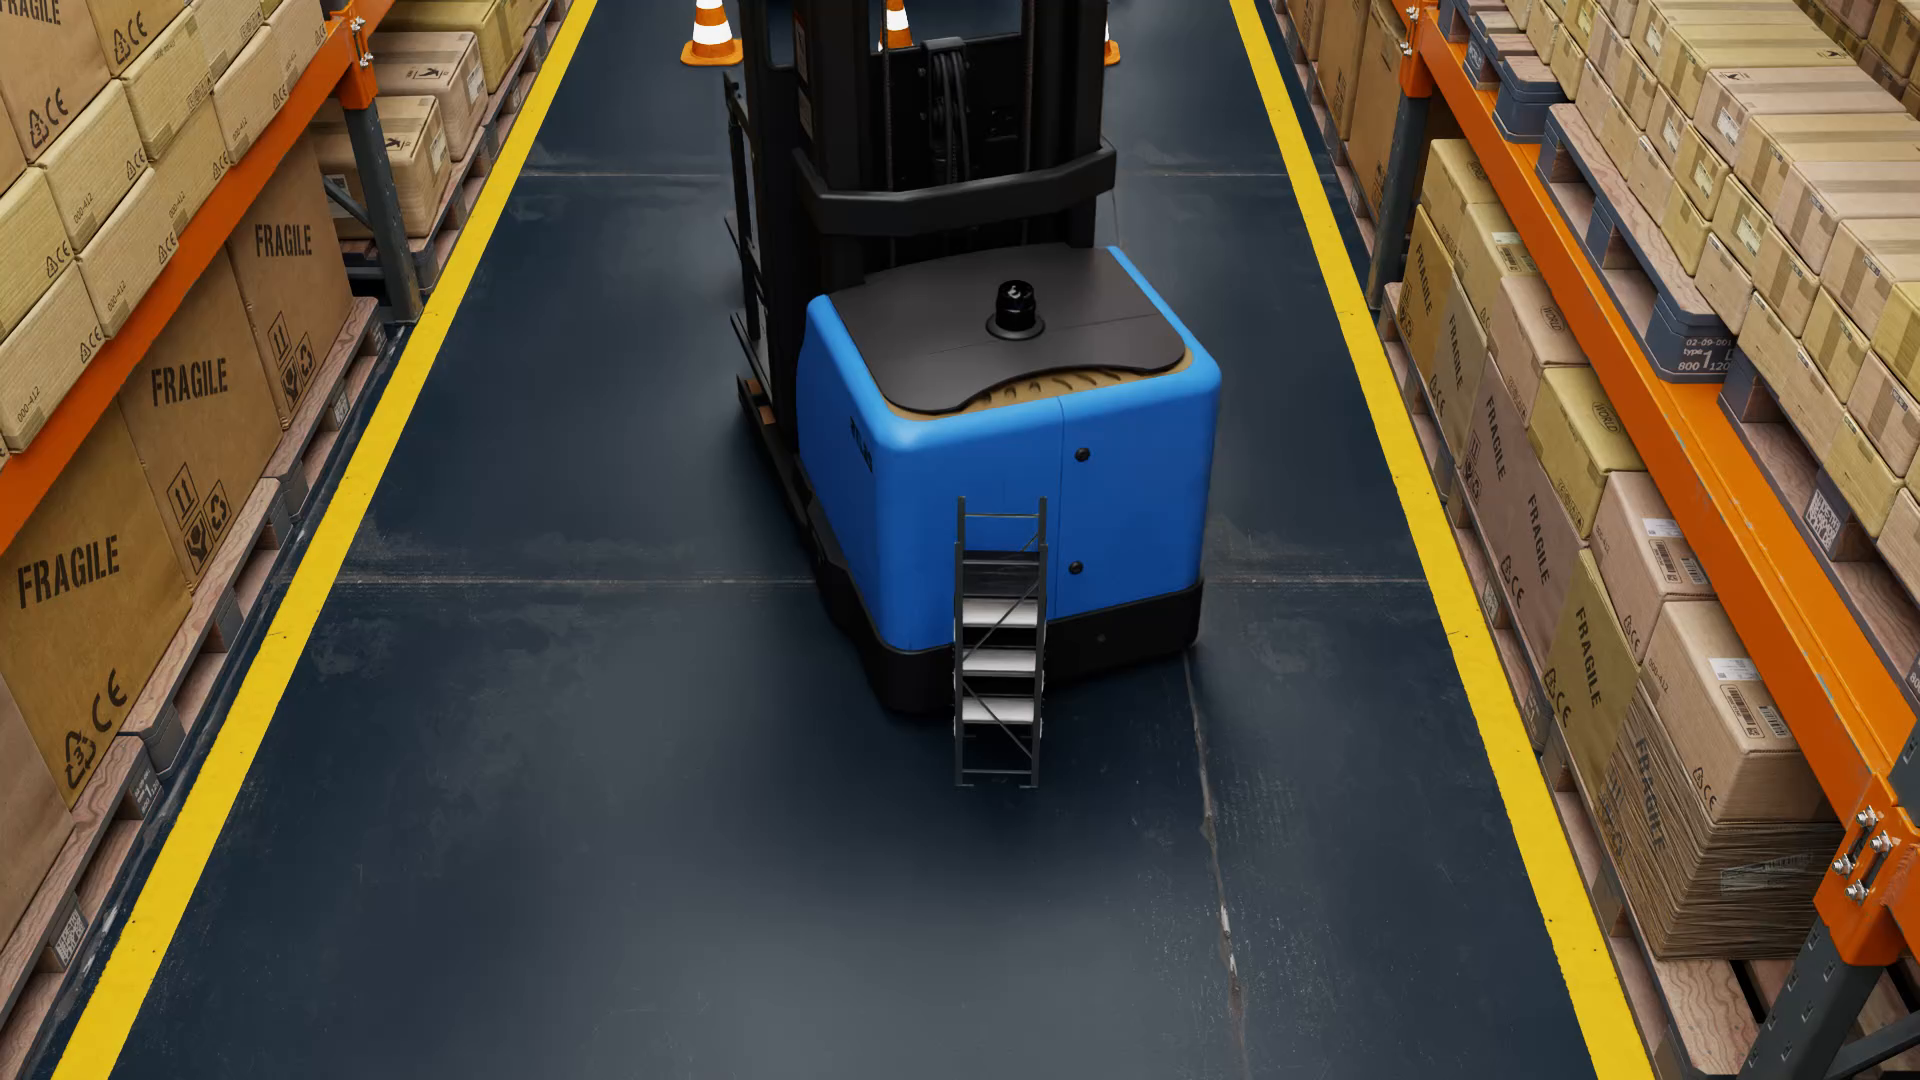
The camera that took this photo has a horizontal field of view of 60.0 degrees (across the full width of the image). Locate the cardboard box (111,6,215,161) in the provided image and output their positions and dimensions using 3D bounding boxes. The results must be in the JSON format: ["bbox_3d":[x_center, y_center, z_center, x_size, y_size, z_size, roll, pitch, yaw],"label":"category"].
[{"bbox_3d":[-2.459,-1.286,4.676,0.500,0.250,0.500,-1,39,-1],"label":"cardboard box"}]

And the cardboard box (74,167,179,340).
[{"bbox_3d":[-2.448,-0.765,4.426,0.500,0.250,0.500,-1,39,-1],"label":"cardboard box"}]

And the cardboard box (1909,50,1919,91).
[{"bbox_3d":[2.669,-1.180,4.213,0.380,0.149,0.250,1,39,1],"label":"cardboard box"}]

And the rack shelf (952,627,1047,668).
[{"bbox_3d":[0.110,0.257,4.617,0.258,0.077,0.200,1,38,1],"label":"rack shelf"}]

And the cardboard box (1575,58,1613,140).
[{"bbox_3d":[2.016,-1.274,4.806,0.380,0.149,0.250,1,39,1],"label":"cardboard box"}]

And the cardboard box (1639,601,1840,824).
[{"bbox_3d":[1.962,0.395,3.922,0.500,0.250,0.500,-1,39,-1],"label":"cardboard box"}]

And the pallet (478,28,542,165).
[{"bbox_3d":[-2.736,-2.255,8.395,1.003,0.211,1.213,0,39,0],"label":"pallet"}]

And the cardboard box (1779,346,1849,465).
[{"bbox_3d":[2.018,-0.291,3.579,0.380,0.149,0.250,0,39,0],"label":"cardboard box"}]

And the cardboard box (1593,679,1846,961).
[{"bbox_3d":[1.963,0.690,4.153,0.500,0.500,0.500,-1,39,-1],"label":"cardboard box"}]

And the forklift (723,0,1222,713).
[{"bbox_3d":[-0.201,-1.553,5.344,1.130,2.935,3.031,-12,40,-15],"label":"forklift"}]

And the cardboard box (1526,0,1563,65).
[{"bbox_3d":[2.011,-1.609,5.224,0.380,0.149,0.250,2,39,2],"label":"cardboard box"}]

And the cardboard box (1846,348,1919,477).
[{"bbox_3d":[2.017,-0.254,3.295,0.380,0.149,0.250,0,39,0],"label":"cardboard box"}]

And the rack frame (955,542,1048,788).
[{"bbox_3d":[0.107,0.364,4.572,0.240,0.900,0.006,1,38,1],"label":"rack frame"}]

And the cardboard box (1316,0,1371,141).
[{"bbox_3d":[2.296,-2.373,7.776,1.050,0.750,0.750,1,39,1],"label":"cardboard box"}]

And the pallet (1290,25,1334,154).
[{"bbox_3d":[2.287,-2.326,8.483,1.003,0.211,1.213,0,39,0],"label":"pallet"}]

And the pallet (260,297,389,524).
[{"bbox_3d":[-2.813,-0.512,6.220,1.003,0.211,1.213,0,39,0],"label":"pallet"}]

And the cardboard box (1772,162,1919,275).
[{"bbox_3d":[2.020,-0.701,3.616,0.380,0.149,0.250,0,39,0],"label":"cardboard box"}]

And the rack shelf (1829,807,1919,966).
[{"bbox_3d":[2.218,1.873,1.589,1.077,0.370,4.000,0,39,0],"label":"rack shelf"}]

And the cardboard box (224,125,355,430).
[{"bbox_3d":[-2.821,-0.996,5.957,0.875,0.875,0.875,0,39,0],"label":"cardboard box"}]

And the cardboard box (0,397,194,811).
[{"bbox_3d":[-2.823,0.121,4.564,0.875,0.875,0.875,1,39,1],"label":"cardboard box"}]

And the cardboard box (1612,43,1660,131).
[{"bbox_3d":[2.014,-1.234,4.518,0.380,0.149,0.250,0,39,0],"label":"cardboard box"}]

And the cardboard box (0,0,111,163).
[{"bbox_3d":[-2.480,-1.251,4.033,0.500,0.500,0.500,-1,39,-1],"label":"cardboard box"}]

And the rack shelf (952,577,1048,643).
[{"bbox_3d":[0.110,0.186,4.562,0.258,0.077,0.200,1,38,1],"label":"rack shelf"}]

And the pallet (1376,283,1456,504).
[{"bbox_3d":[2.211,-0.583,6.309,1.003,0.211,1.213,0,39,0],"label":"pallet"}]

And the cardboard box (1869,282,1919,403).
[{"bbox_3d":[2.019,-0.375,3.209,0.380,0.149,0.250,-1,39,-1],"label":"cardboard box"}]

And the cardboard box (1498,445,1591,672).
[{"bbox_3d":[1.967,0.049,4.953,0.500,0.500,0.500,-1,39,-1],"label":"cardboard box"}]

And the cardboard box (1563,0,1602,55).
[{"bbox_3d":[2.018,-1.545,4.907,0.380,0.149,0.250,0,39,0],"label":"cardboard box"}]

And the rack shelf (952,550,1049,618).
[{"bbox_3d":[0.110,0.115,4.506,0.258,0.077,0.200,1,38,1],"label":"rack shelf"}]

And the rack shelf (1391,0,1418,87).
[{"bbox_3d":[2.209,-3.130,7.832,1.077,0.370,4.000,0,39,0],"label":"rack shelf"}]

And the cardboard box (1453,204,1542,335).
[{"bbox_3d":[1.971,-0.892,5.528,0.500,0.250,0.500,0,39,-1],"label":"cardboard box"}]

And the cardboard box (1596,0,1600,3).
[{"bbox_3d":[2.017,-1.682,4.839,0.380,0.149,0.250,-2,39,-2],"label":"cardboard box"}]

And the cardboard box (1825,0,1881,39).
[{"bbox_3d":[2.667,-1.513,4.629,0.380,0.149,0.250,0,39,0],"label":"cardboard box"}]

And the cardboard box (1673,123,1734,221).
[{"bbox_3d":[2.013,-0.913,4.118,0.380,0.149,0.250,0,39,0],"label":"cardboard box"}]

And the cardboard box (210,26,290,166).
[{"bbox_3d":[-2.462,-1.399,5.217,0.500,0.250,0.500,1,39,1],"label":"cardboard box"}]

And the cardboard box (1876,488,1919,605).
[{"bbox_3d":[2.018,0.028,3.182,0.380,0.149,0.250,-1,39,-1],"label":"cardboard box"}]

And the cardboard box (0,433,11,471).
[{"bbox_3d":[-2.472,-0.132,3.636,0.500,0.250,0.500,-1,39,-1],"label":"cardboard box"}]

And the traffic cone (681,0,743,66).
[{"bbox_3d":[-1.342,-2.830,8.911,0.336,0.463,0.334,0,39,0],"label":"traffic cone"}]

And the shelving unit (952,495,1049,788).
[{"bbox_3d":[0.110,0.302,4.652,0.258,0.900,0.210,1,38,1],"label":"shelving unit"}]

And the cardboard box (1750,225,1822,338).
[{"bbox_3d":[2.015,-0.580,3.702,0.380,0.149,0.250,-1,39,-2],"label":"cardboard box"}]

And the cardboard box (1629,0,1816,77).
[{"bbox_3d":[2.021,-1.347,4.421,0.380,0.149,0.250,1,39,1],"label":"cardboard box"}]

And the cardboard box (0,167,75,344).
[{"bbox_3d":[-2.455,-0.645,3.877,0.500,0.250,0.500,0,39,1],"label":"cardboard box"}]

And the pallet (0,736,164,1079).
[{"bbox_3d":[-2.810,1.014,4.316,1.003,0.211,1.213,0,39,0],"label":"pallet"}]

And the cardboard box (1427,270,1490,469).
[{"bbox_3d":[1.961,-0.591,5.752,0.500,0.500,0.500,0,39,0],"label":"cardboard box"}]

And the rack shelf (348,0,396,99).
[{"bbox_3d":[-2.741,-3.063,7.749,1.077,0.370,4.000,0,39,0],"label":"rack shelf"}]

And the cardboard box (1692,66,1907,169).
[{"bbox_3d":[2.020,-1.022,4.016,0.380,0.149,0.250,-2,39,-2],"label":"cardboard box"}]

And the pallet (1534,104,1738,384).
[{"bbox_3d":[2.255,-0.847,4.562,1.003,0.211,1.213,0,39,0],"label":"pallet"}]

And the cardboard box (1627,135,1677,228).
[{"bbox_3d":[2.013,-0.954,4.407,0.380,0.149,0.250,-1,39,-2],"label":"cardboard box"}]

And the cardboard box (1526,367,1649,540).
[{"bbox_3d":[1.960,-0.257,4.736,0.500,0.250,0.500,-2,39,-2],"label":"cardboard box"}]

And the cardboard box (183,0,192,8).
[{"bbox_3d":[-2.467,-1.878,4.816,0.500,0.500,0.500,1,39,1],"label":"cardboard box"}]

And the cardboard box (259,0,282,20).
[{"bbox_3d":[-2.484,-1.927,5.476,0.500,0.250,0.500,0,39,0],"label":"cardboard box"}]

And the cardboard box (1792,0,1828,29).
[{"bbox_3d":[2.672,-1.545,4.907,0.380,0.149,0.250,0,39,0],"label":"cardboard box"}]

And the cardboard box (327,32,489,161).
[{"bbox_3d":[-2.738,-2.046,7.670,0.950,0.372,0.625,-1,39,-1],"label":"cardboard box"}]

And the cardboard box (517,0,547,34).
[{"bbox_3d":[-2.736,-2.955,8.805,0.950,0.372,0.625,2,39,3],"label":"cardboard box"}]

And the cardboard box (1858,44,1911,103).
[{"bbox_3d":[2.671,-1.226,4.509,0.380,0.149,0.250,1,39,1],"label":"cardboard box"}]

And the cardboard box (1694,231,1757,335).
[{"bbox_3d":[2.012,-0.621,3.992,0.380,0.149,0.250,-2,39,-2],"label":"cardboard box"}]

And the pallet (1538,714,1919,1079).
[{"bbox_3d":[2.214,0.943,4.405,1.003,0.211,1.213,0,39,0],"label":"pallet"}]

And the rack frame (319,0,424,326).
[{"bbox_3d":[-2.738,-2.093,5.963,1.000,3.000,0.127,0,39,0],"label":"rack frame"}]

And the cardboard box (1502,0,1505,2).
[{"bbox_3d":[2.010,-1.946,5.644,0.380,0.149,0.250,-1,39,-1],"label":"cardboard box"}]
